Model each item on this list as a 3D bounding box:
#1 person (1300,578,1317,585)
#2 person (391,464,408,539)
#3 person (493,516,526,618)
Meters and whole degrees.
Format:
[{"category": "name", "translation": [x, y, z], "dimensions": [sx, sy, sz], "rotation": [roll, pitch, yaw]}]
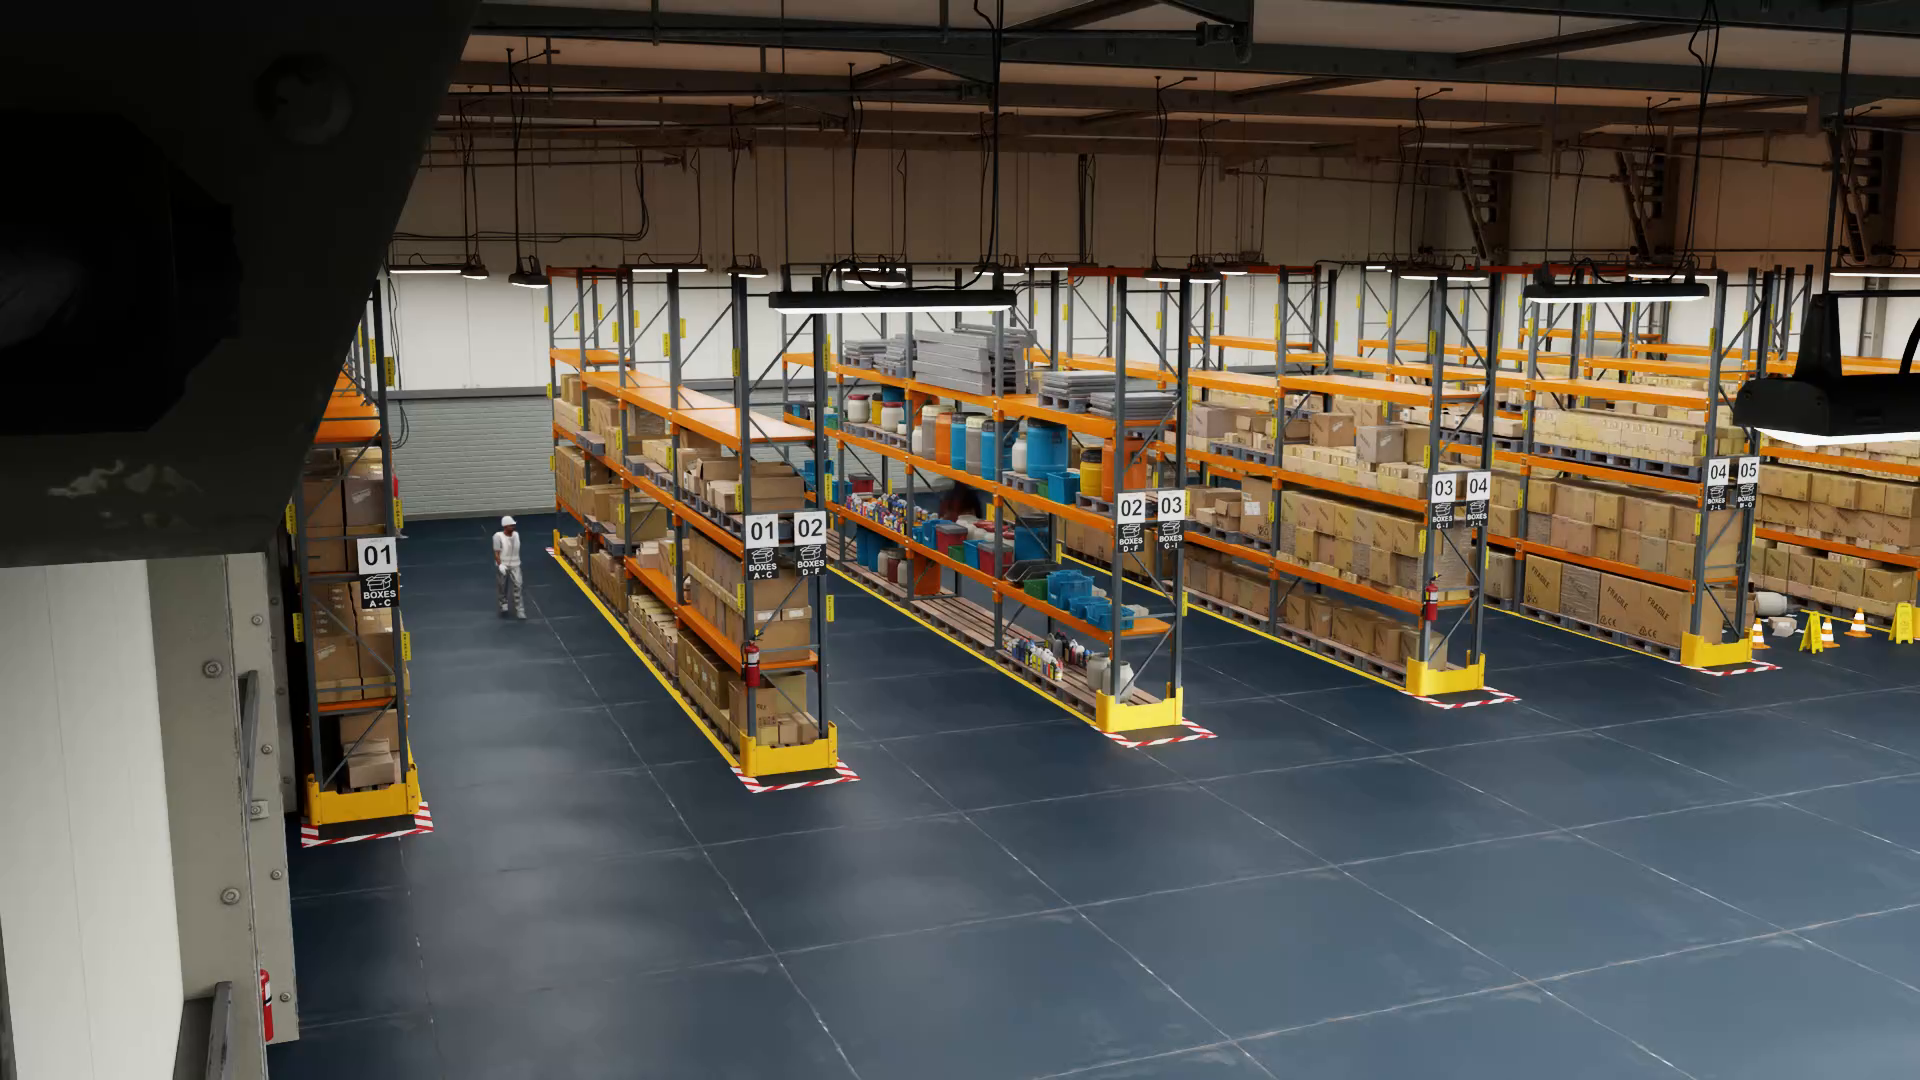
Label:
[{"category": "person", "translation": [6.710, 0.063, 31.654], "dimensions": [0.603, 1.725, 0.528], "rotation": [5, 11, 28]}, {"category": "person", "translation": [-12.583, -0.856, 36.597], "dimensions": [0.748, 1.696, 0.610], "rotation": [2, 10, 9]}, {"category": "person", "translation": [-7.863, 0.455, 28.912], "dimensions": [0.484, 1.740, 0.972], "rotation": [-4, 11, -24]}]
